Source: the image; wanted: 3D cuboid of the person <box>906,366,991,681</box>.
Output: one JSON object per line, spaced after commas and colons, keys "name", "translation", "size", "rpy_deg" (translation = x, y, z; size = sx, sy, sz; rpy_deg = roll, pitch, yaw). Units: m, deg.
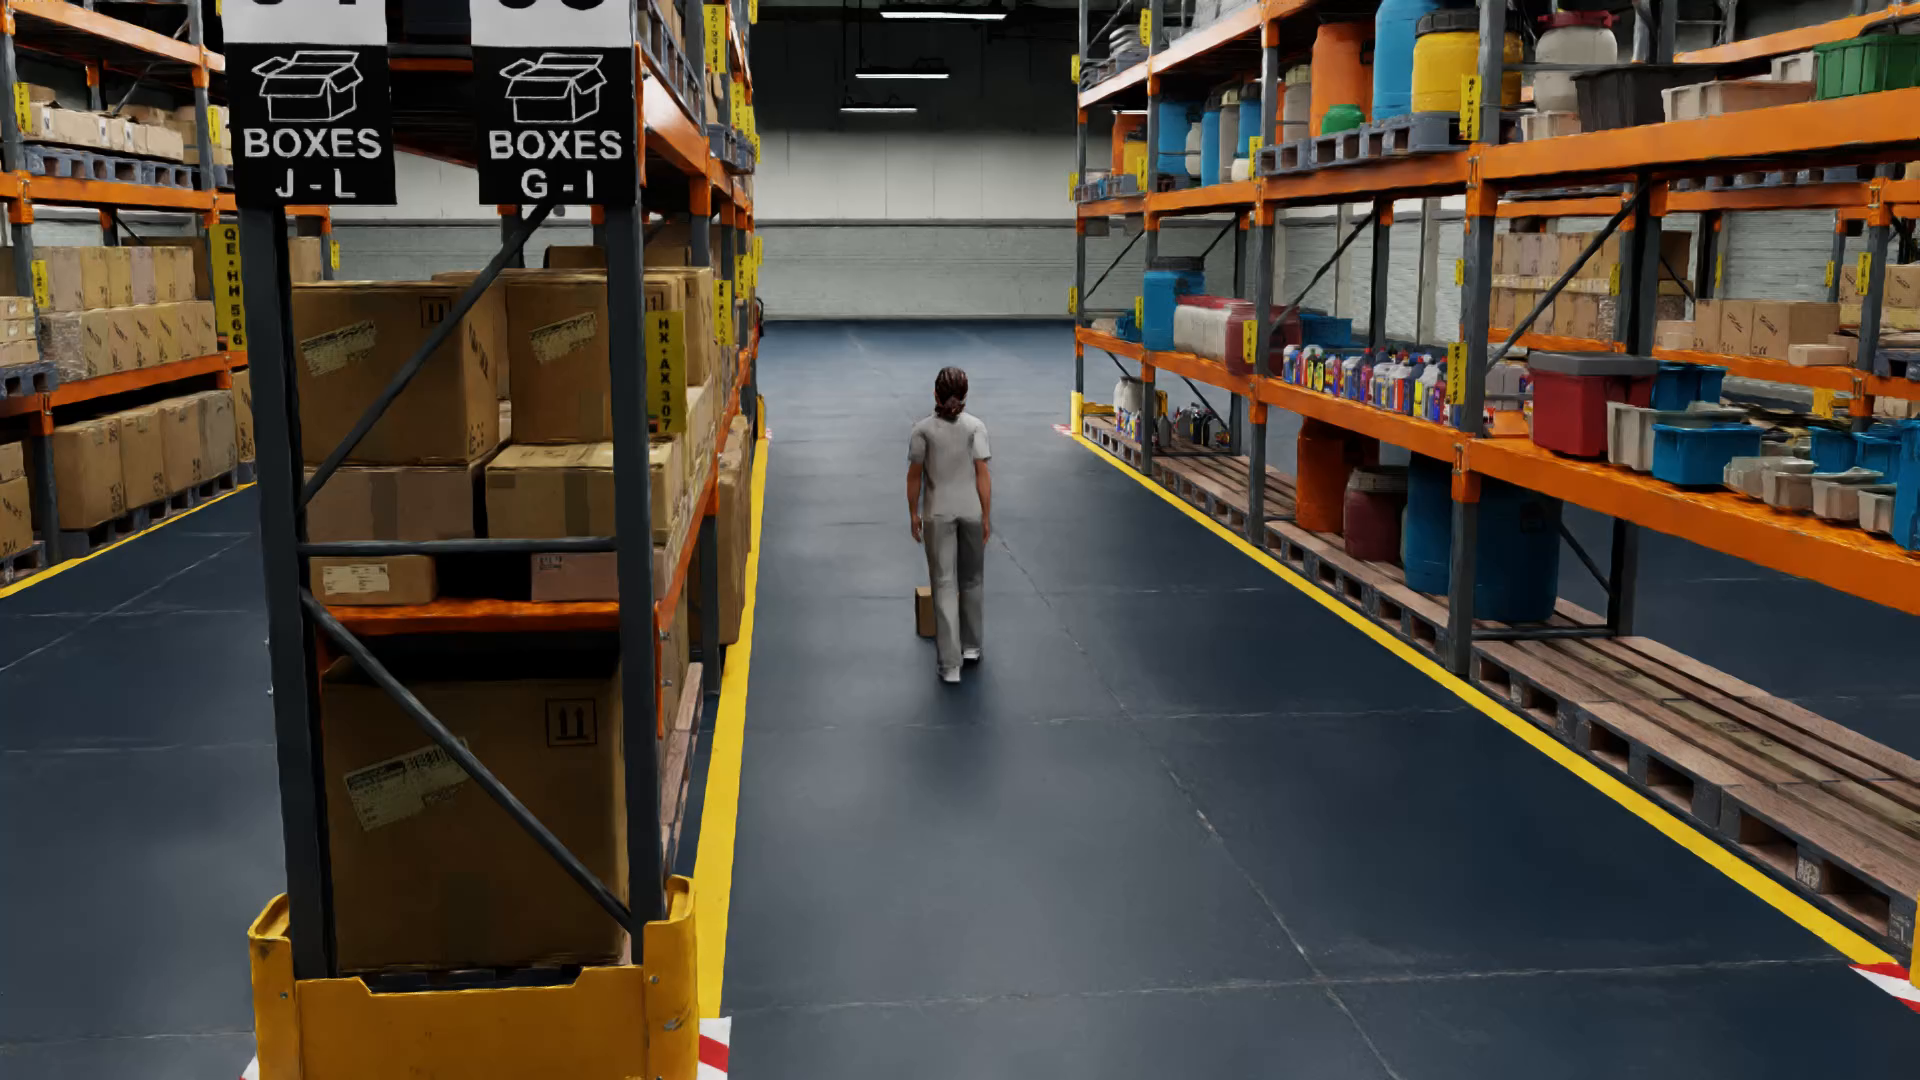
{"name": "person", "translation": [-0.068, -0.114, 9.009], "size": [0.448, 1.654, 0.707], "rpy_deg": [-1, 10, -8]}
